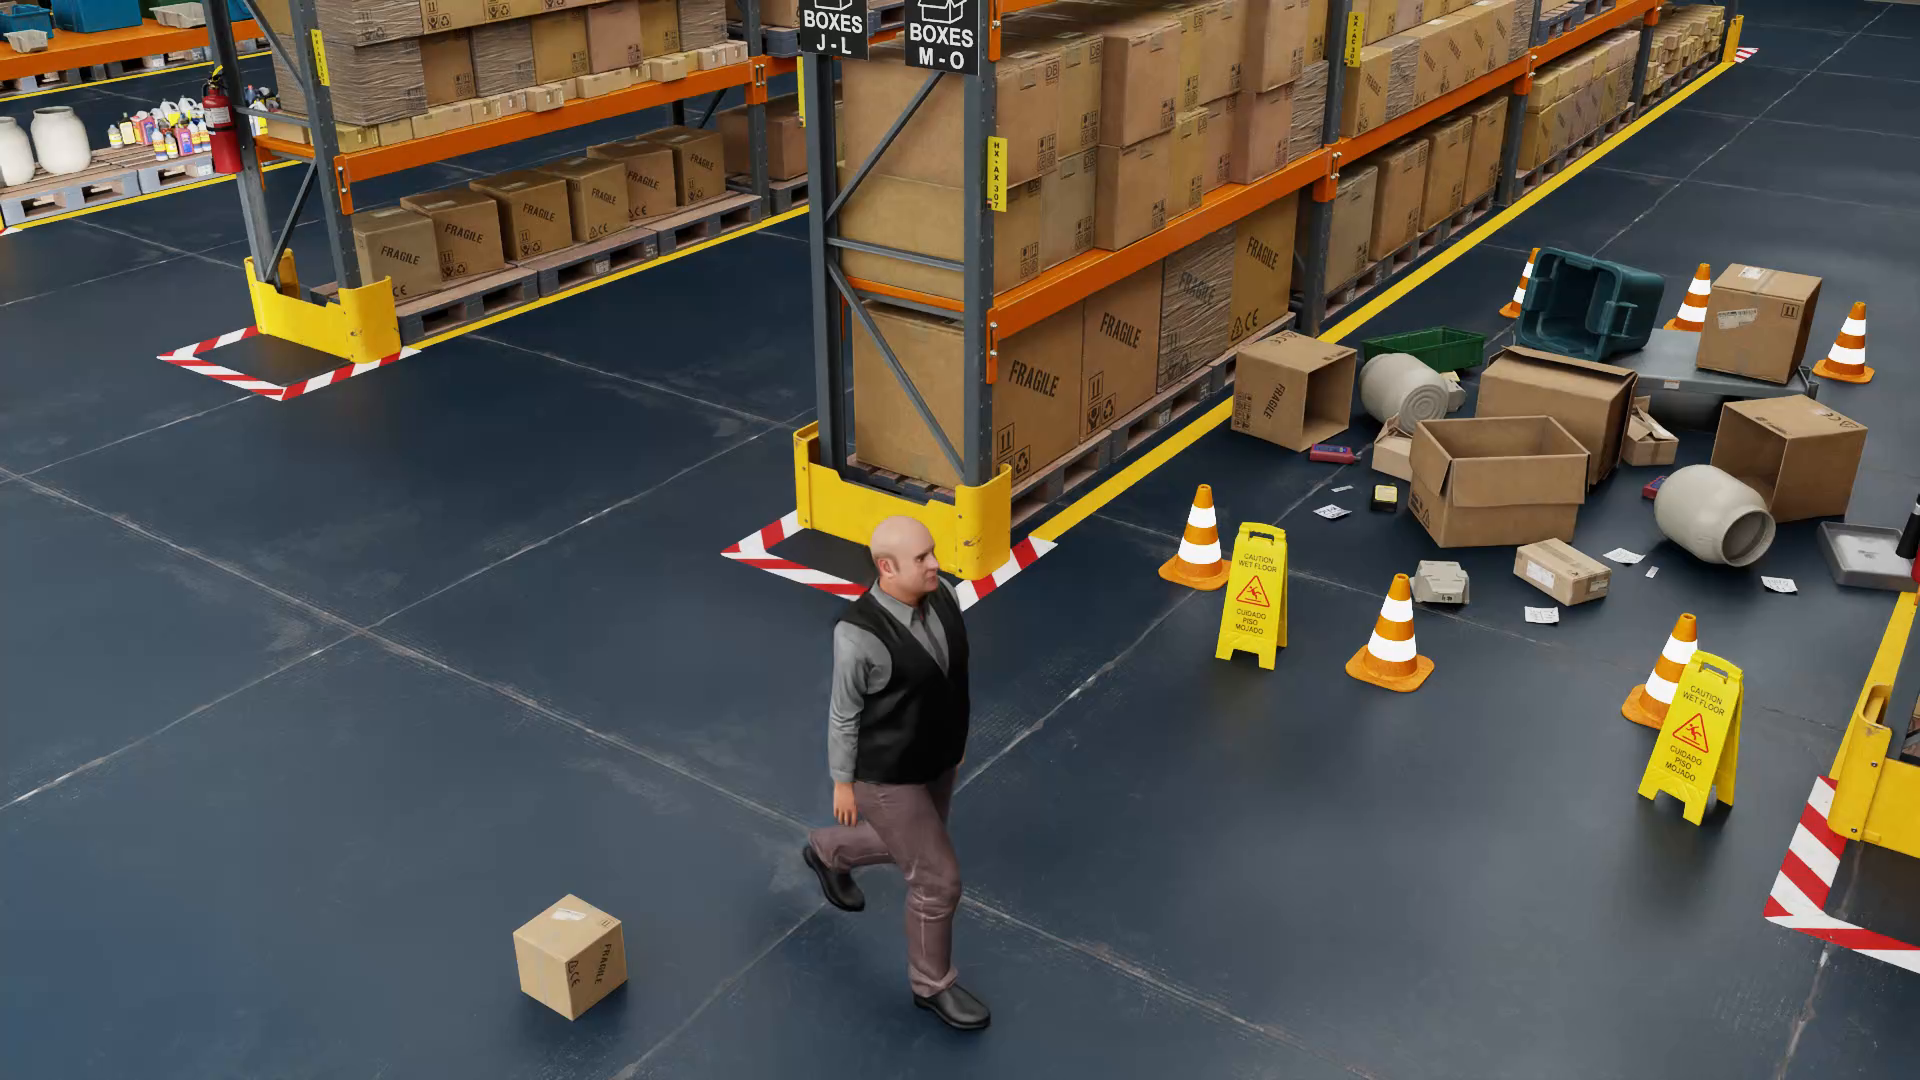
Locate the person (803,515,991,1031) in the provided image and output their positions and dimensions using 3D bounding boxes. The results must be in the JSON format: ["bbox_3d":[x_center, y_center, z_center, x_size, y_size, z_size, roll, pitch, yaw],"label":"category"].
[{"bbox_3d":[-0.212,0.673,5.295,0.900,1.689,0.539,16,31,29],"label":"person"}]
